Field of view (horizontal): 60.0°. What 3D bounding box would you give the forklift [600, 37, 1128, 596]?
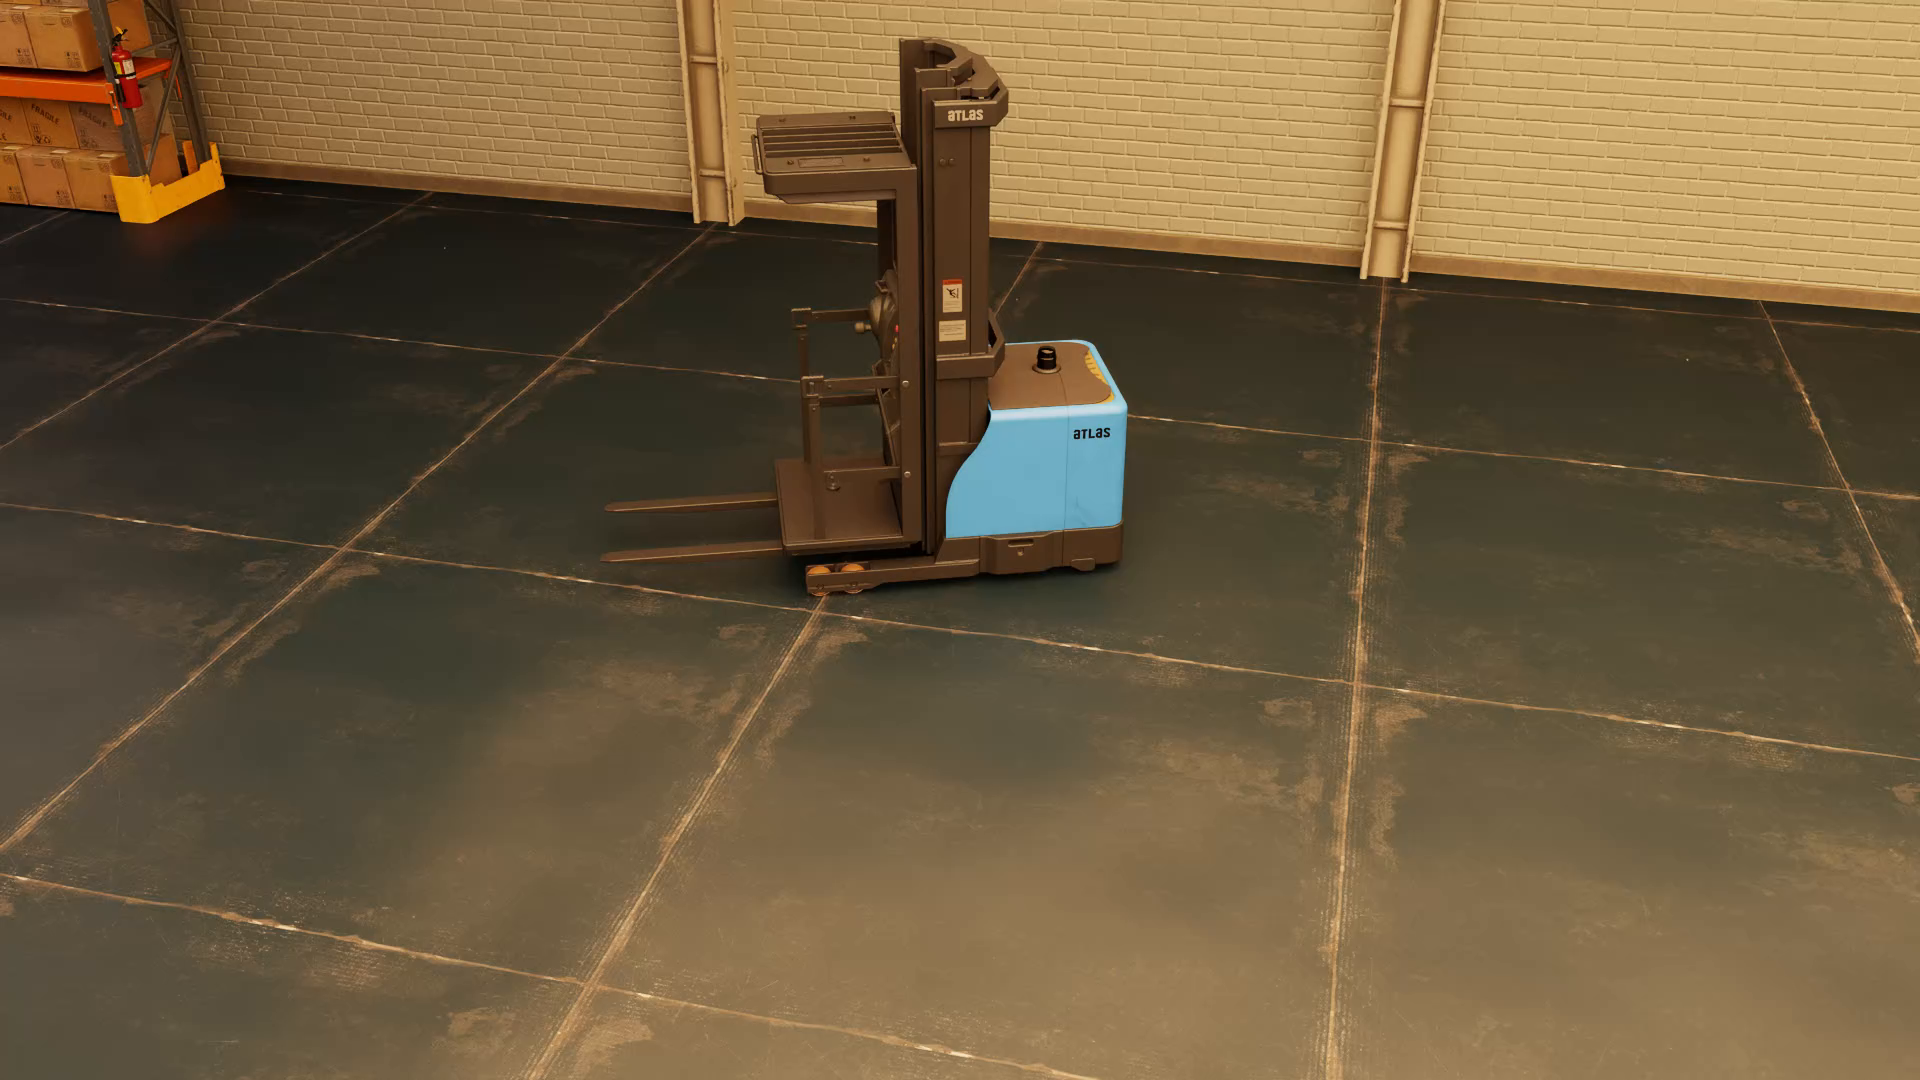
[{"bbox_3d":[-0.602,-1.232,9.345,3.031,2.935,1.130,-4,30,-7],"label":"forklift"}]
